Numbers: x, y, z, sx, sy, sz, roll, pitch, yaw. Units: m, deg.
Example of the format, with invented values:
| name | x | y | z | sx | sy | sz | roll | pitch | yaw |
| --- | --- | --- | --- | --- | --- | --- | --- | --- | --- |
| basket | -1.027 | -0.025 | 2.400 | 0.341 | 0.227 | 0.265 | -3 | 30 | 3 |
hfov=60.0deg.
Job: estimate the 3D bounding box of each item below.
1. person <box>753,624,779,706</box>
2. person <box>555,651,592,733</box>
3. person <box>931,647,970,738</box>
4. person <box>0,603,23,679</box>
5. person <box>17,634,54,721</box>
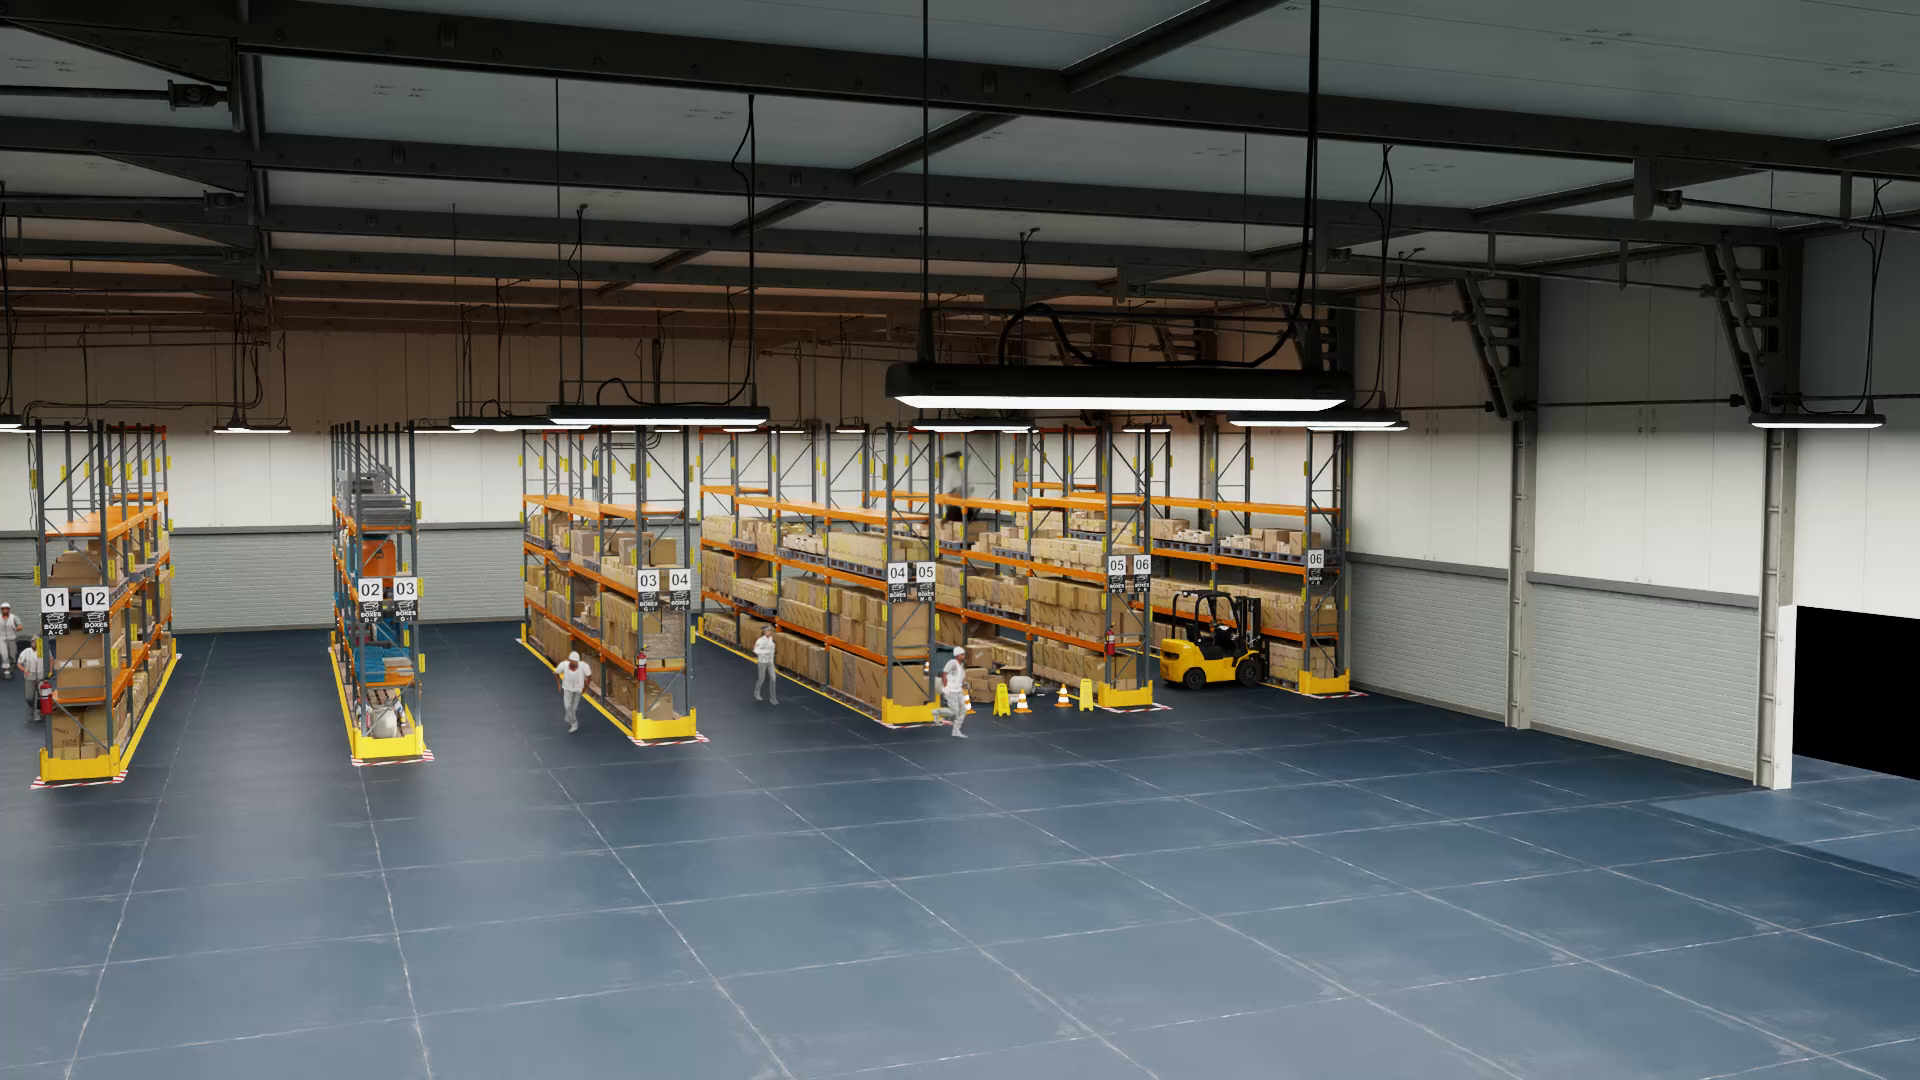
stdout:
| name | x | y | z | sx | sy | sz | roll | pitch | yaw |
| --- | --- | --- | --- | --- | --- | --- | --- | --- | --- |
| person | -4.187 | 2.661 | 35.553 | 0.583 | 1.747 | 0.801 | -3 | 5 | -42 |
| person | -7.539 | 2.919 | 32.411 | 0.704 | 1.597 | 1.121 | -1 | 4 | -17 |
| person | -0.189 | 2.895 | 31.708 | 0.733 | 1.744 | 0.712 | 2 | 4 | 23 |
| person | -22.475 | 2.361 | 39.208 | 0.666 | 1.770 | 0.966 | -2 | 4 | -32 |
| person | -18.608 | 2.757 | 33.502 | 0.658 | 1.741 | 0.680 | -2 | 4 | -31 |
